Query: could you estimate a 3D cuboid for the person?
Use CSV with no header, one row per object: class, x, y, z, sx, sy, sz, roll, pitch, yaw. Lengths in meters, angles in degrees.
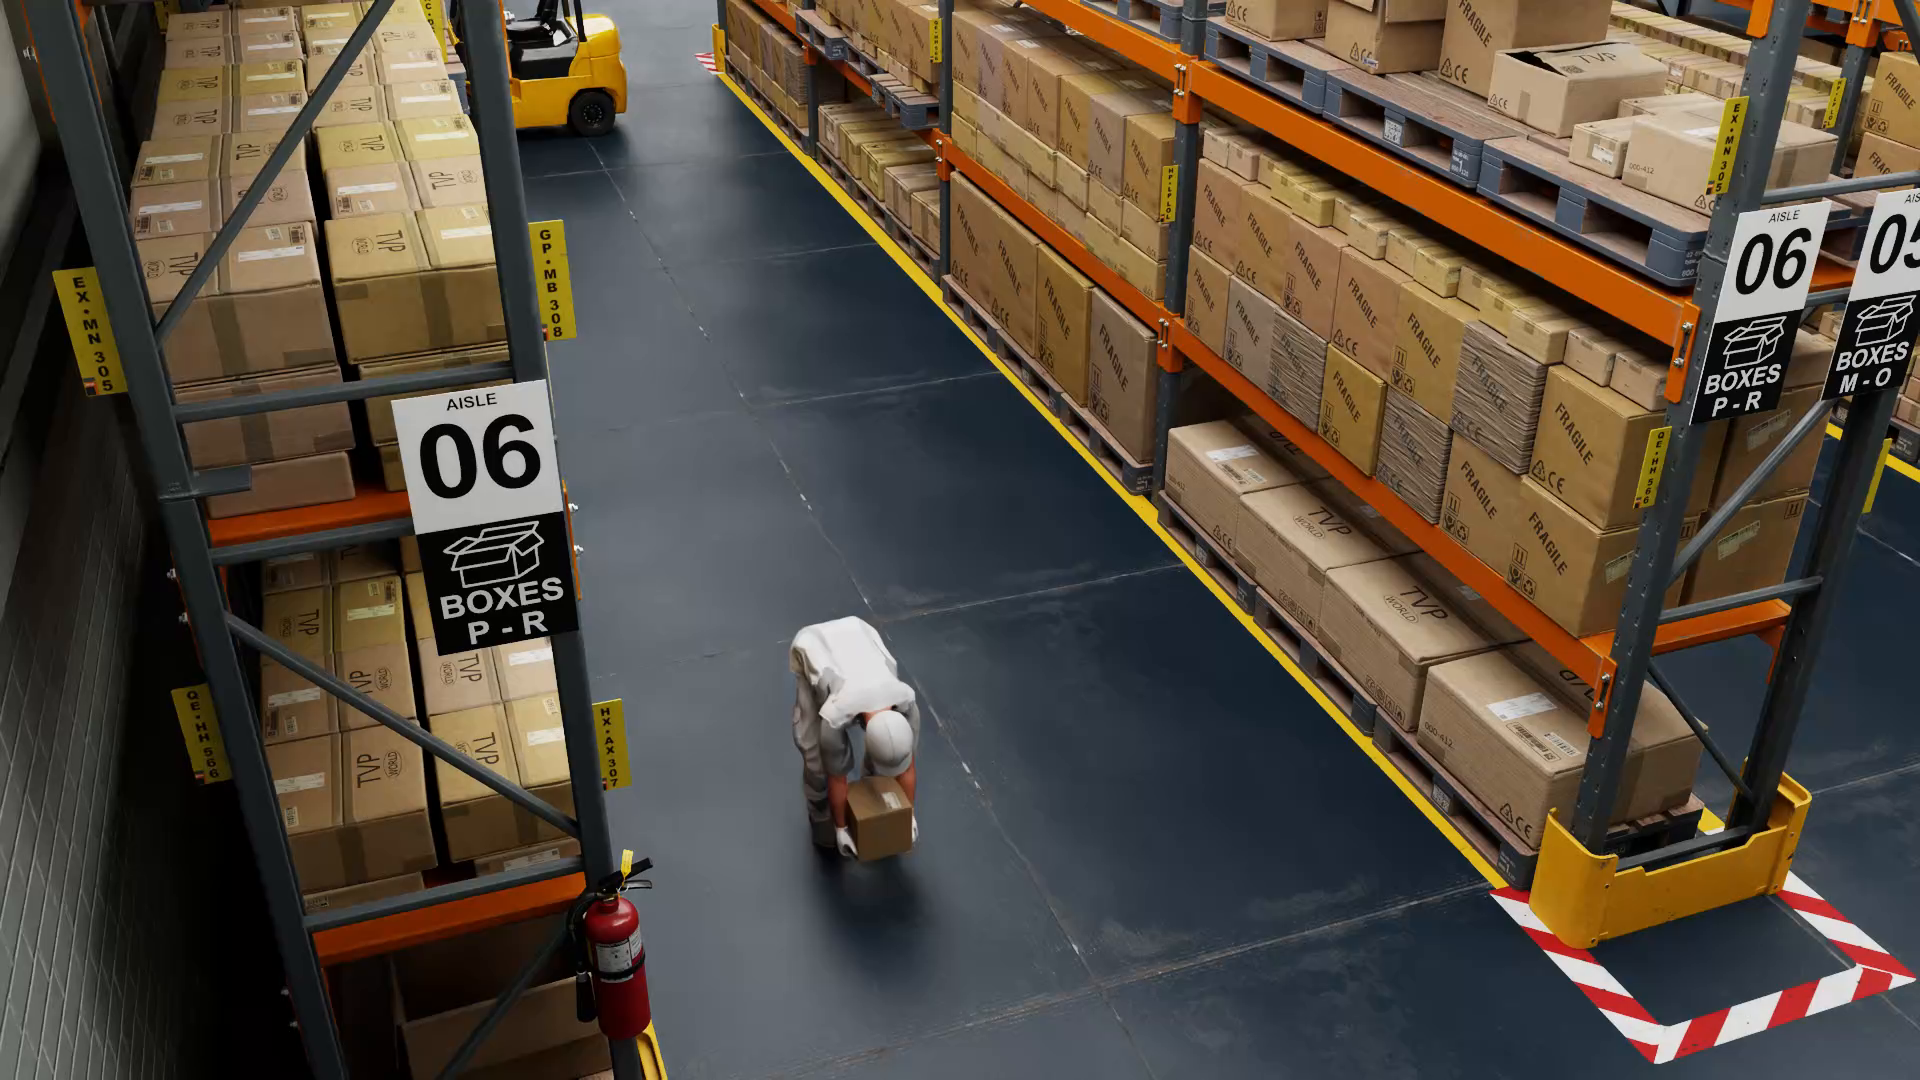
person,-0.432,0.959,7.343,0.511,1.083,0.965,-12,32,-20
